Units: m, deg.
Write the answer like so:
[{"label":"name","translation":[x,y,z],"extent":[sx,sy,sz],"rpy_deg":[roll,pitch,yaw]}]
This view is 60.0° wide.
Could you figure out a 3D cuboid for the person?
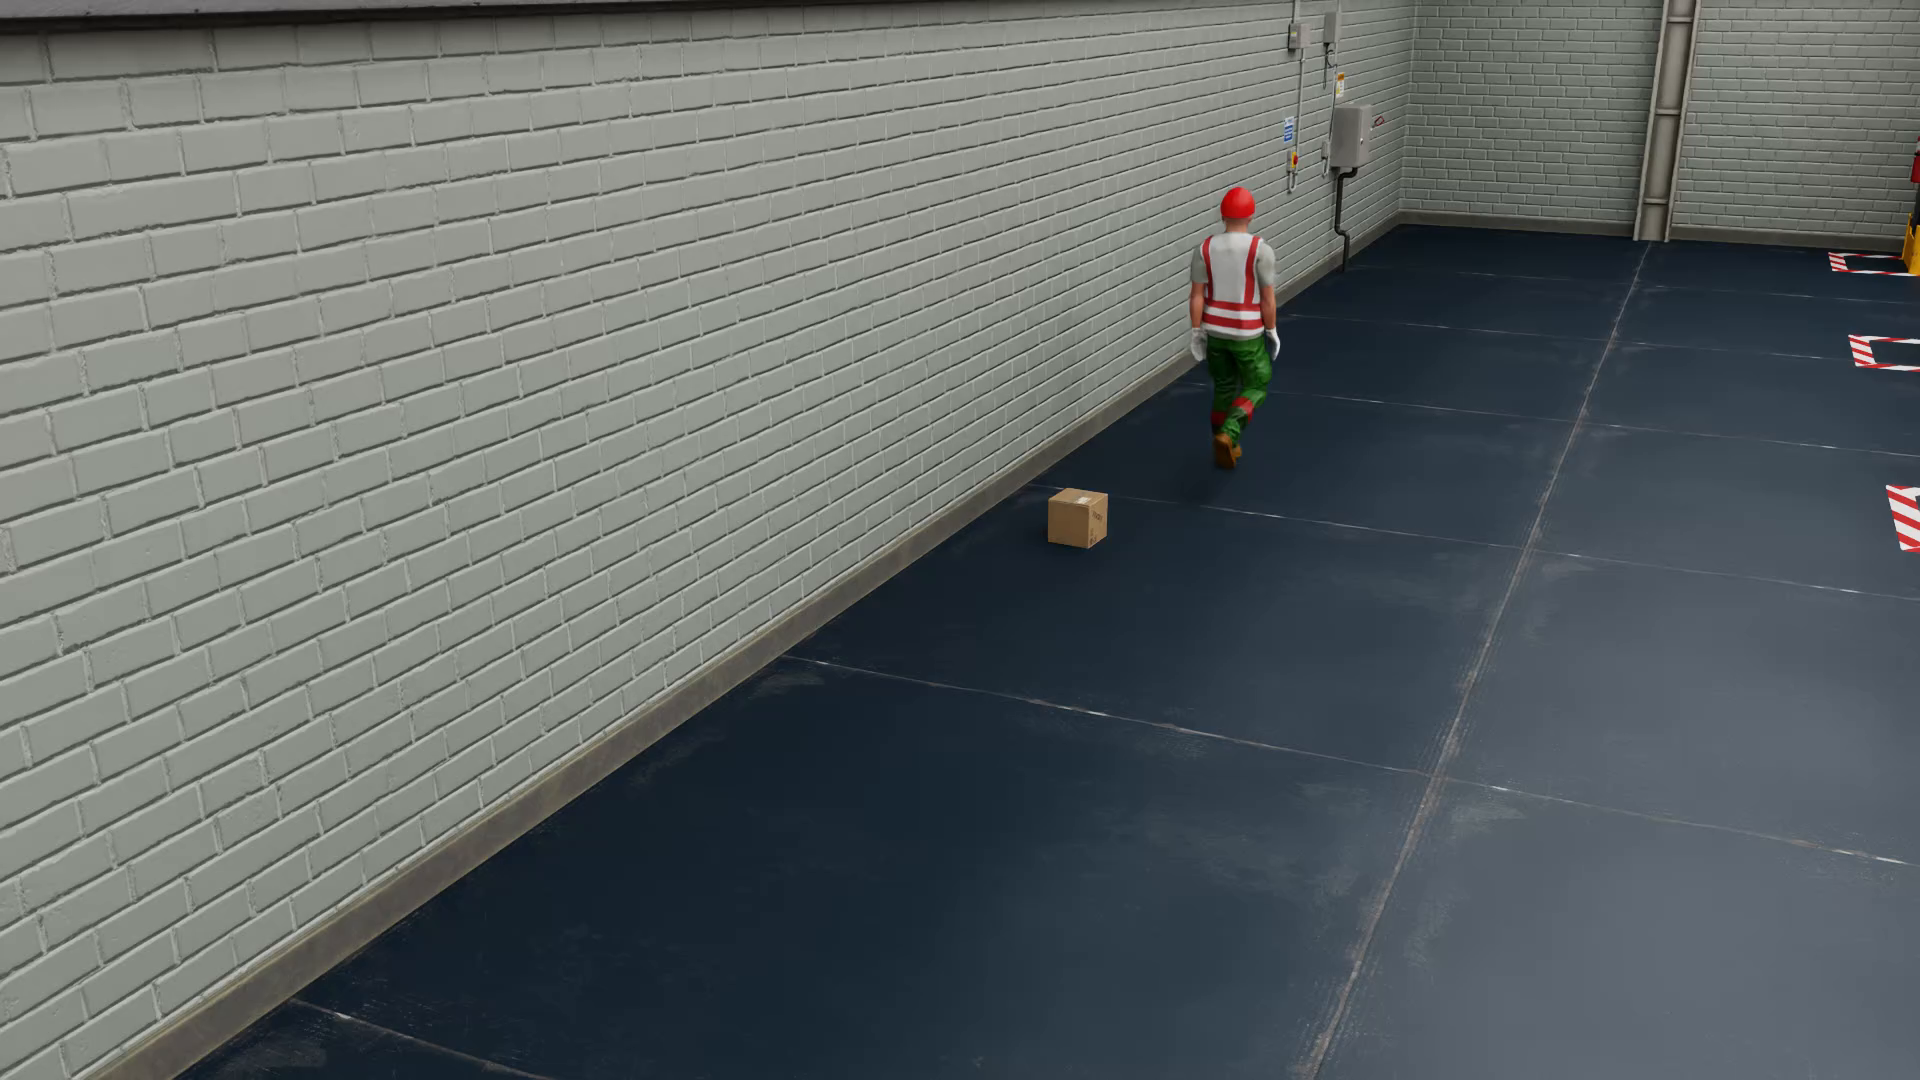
[{"label":"person","translation":[1.683,-1.273,10.221],"extent":[0.543,1.770,0.759],"rpy_deg":[11,22,29]}]
